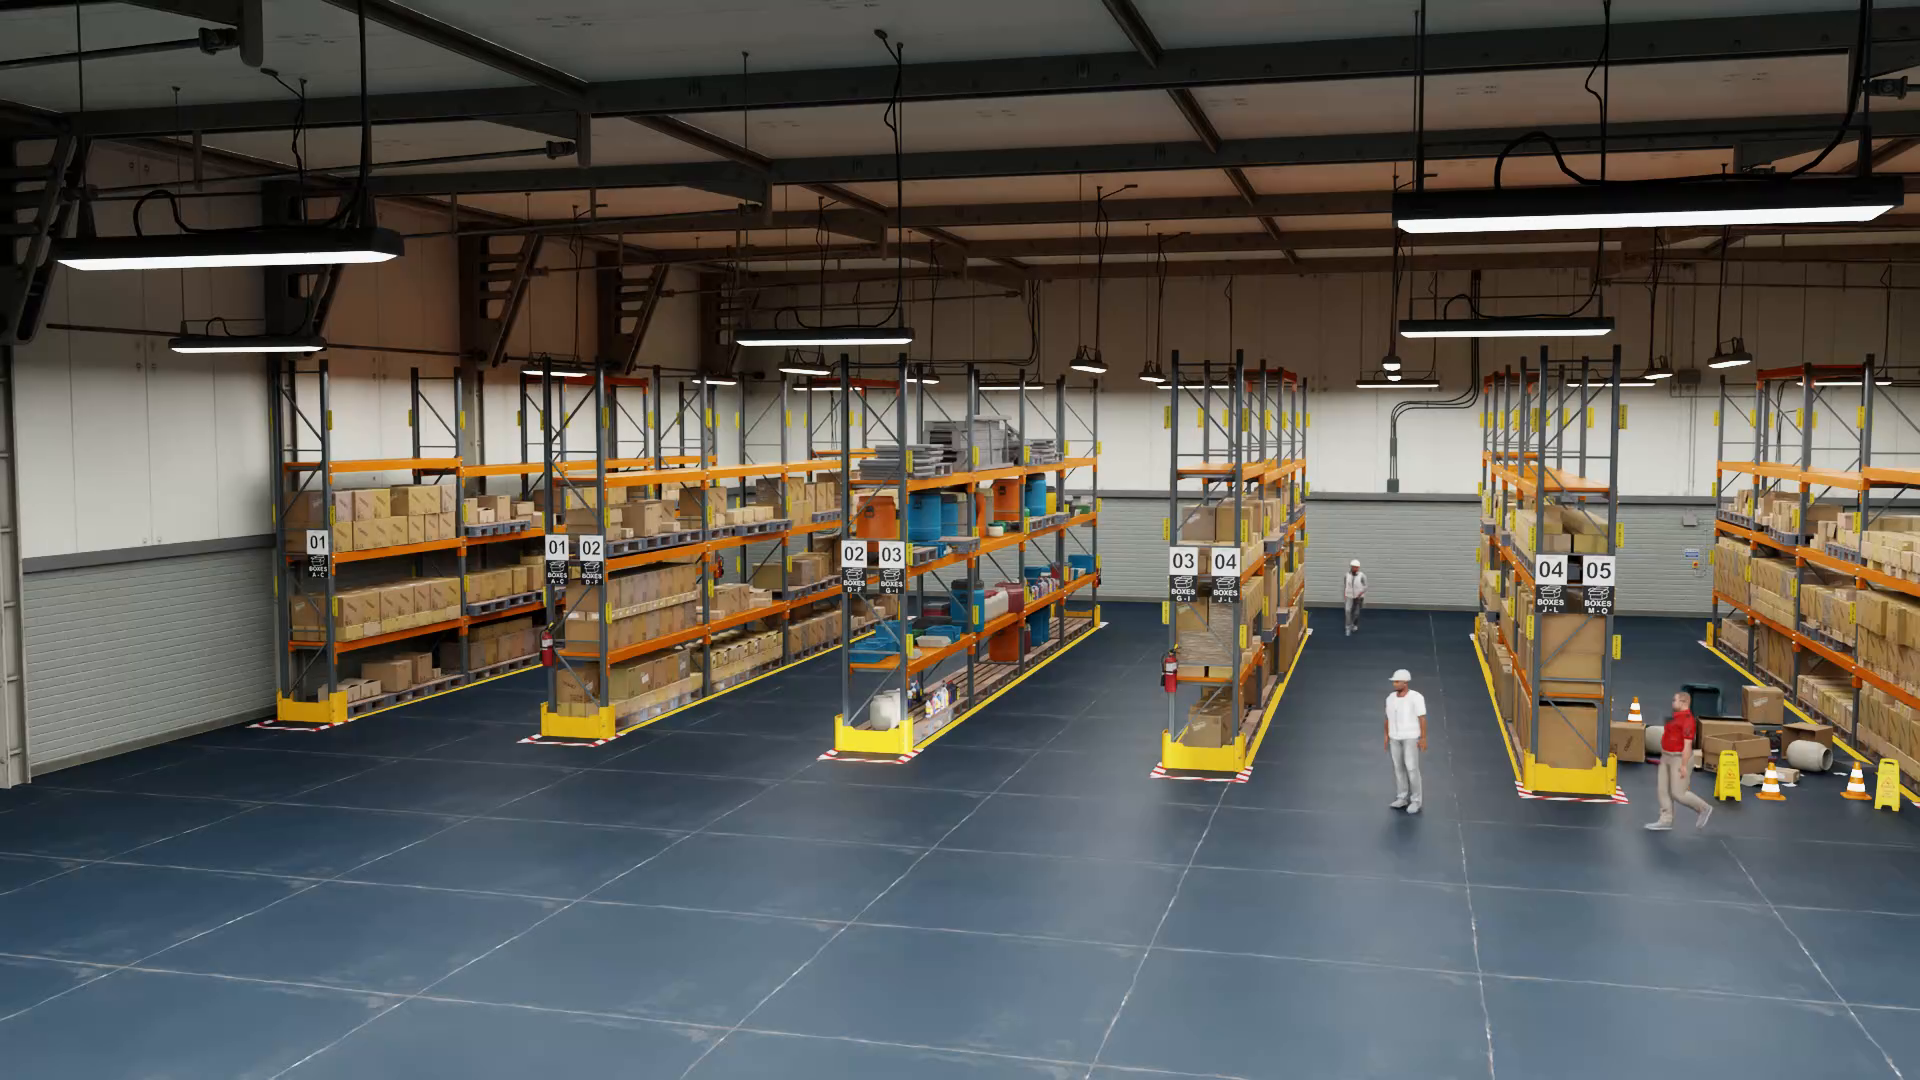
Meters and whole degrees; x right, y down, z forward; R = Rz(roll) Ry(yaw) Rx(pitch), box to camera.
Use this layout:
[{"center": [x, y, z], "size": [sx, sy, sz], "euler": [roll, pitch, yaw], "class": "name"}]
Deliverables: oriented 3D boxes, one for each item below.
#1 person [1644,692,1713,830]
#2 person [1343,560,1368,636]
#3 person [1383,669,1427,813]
[{"center": [8.735, 2.688, 20.151], "size": [0.671, 1.709, 0.523], "euler": [-1, 4, -13], "class": "person"}, {"center": [9.274, 1.341, 39.033], "size": [0.577, 1.756, 0.983], "euler": [1, 4, 16], "class": "person"}, {"center": [5.721, 2.578, 21.501], "size": [0.421, 1.792, 0.638], "euler": [-3, 5, -37], "class": "person"}]
